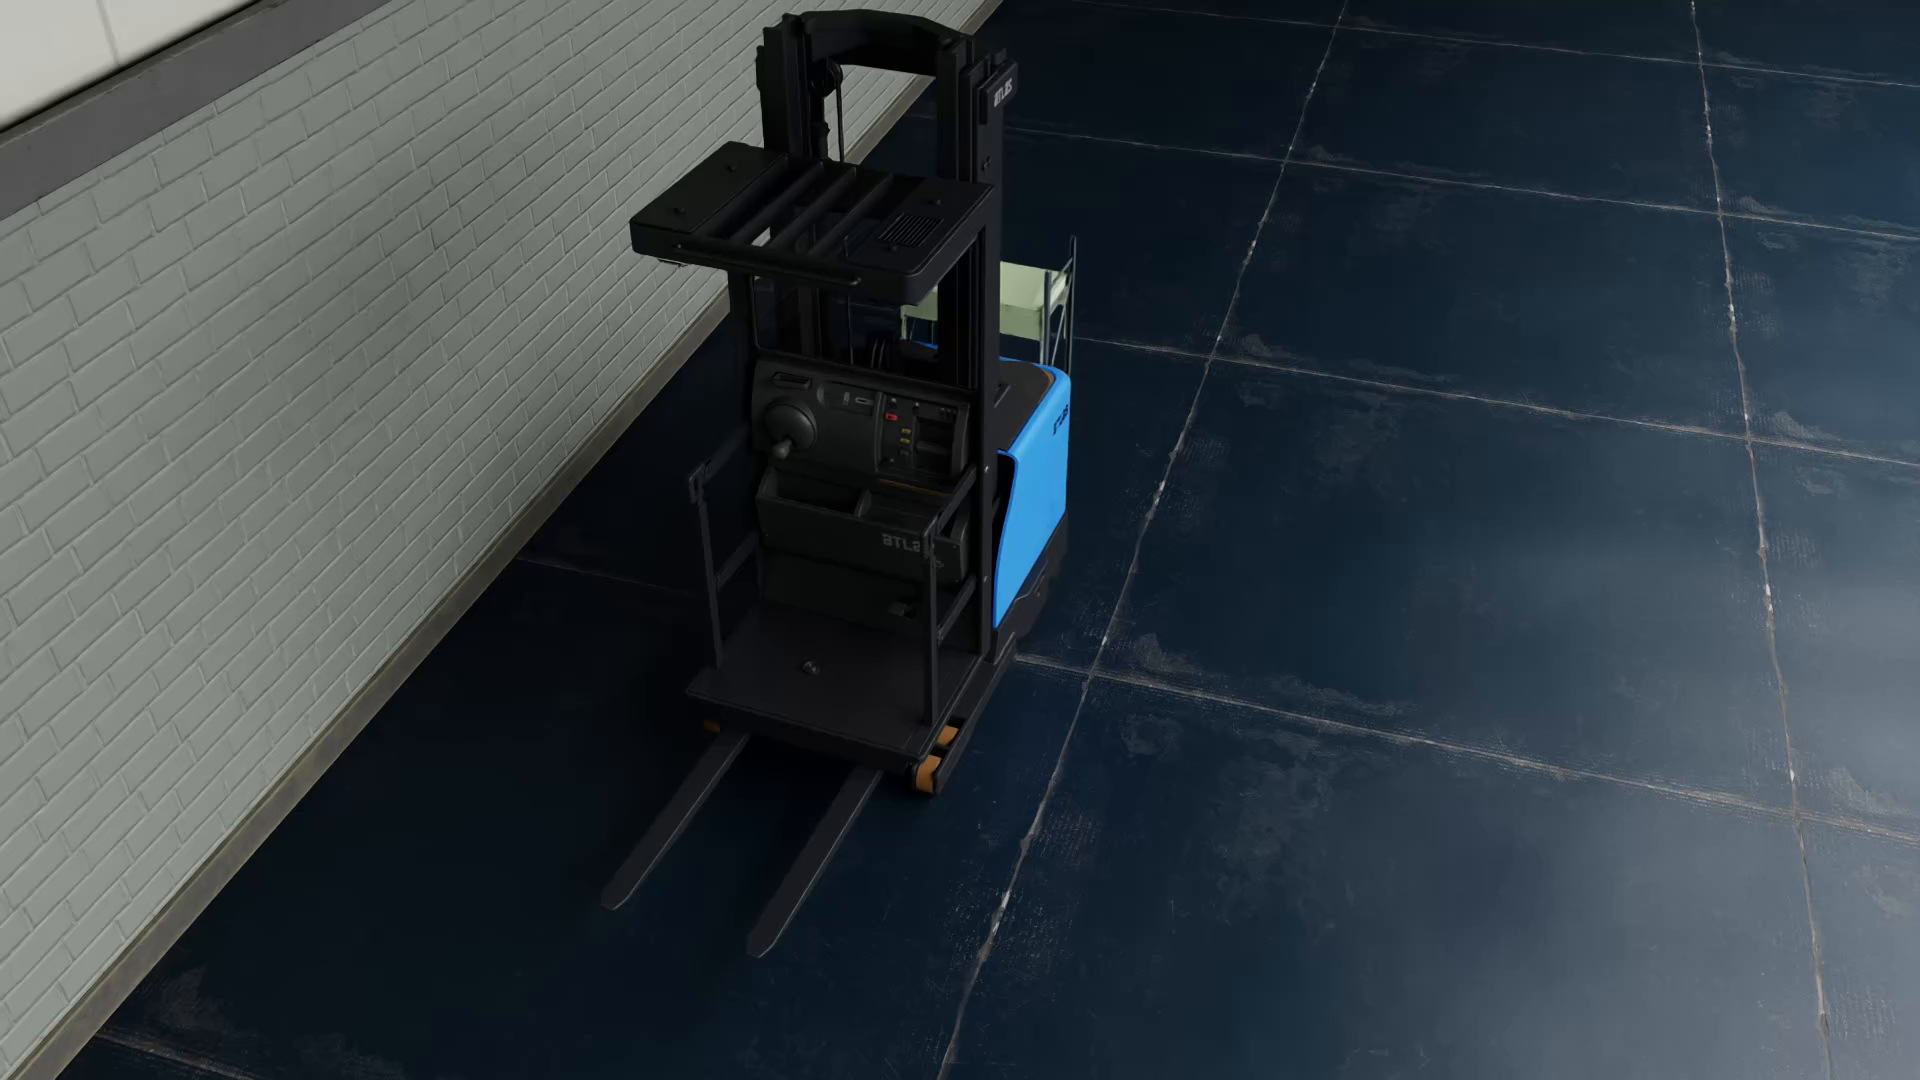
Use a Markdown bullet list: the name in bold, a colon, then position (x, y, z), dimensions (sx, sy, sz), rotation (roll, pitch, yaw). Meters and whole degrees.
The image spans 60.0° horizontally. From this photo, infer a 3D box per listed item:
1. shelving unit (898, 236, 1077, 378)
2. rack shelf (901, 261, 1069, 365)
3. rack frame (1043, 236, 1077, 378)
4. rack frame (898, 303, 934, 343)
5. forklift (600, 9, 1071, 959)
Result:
- **shelving unit**: position (0.127, -0.801, 8.258), dimensions (0.755, 1.500, 0.431), rotation (13, 38, 17)
- **rack shelf**: position (0.127, -1.115, 8.026), dimensions (0.720, 0.370, 0.431), rotation (13, 38, 17)
- **rack frame**: position (0.468, -0.722, 8.150), dimensions (0.023, 1.500, 0.400), rotation (13, 38, 17)
- **rack frame**: position (-0.213, -0.880, 8.365), dimensions (0.023, 1.500, 0.400), rotation (13, 38, 17)
- **forklift**: position (-0.482, -0.398, 6.503), dimensions (1.130, 2.935, 3.031), rotation (13, 38, 17)
